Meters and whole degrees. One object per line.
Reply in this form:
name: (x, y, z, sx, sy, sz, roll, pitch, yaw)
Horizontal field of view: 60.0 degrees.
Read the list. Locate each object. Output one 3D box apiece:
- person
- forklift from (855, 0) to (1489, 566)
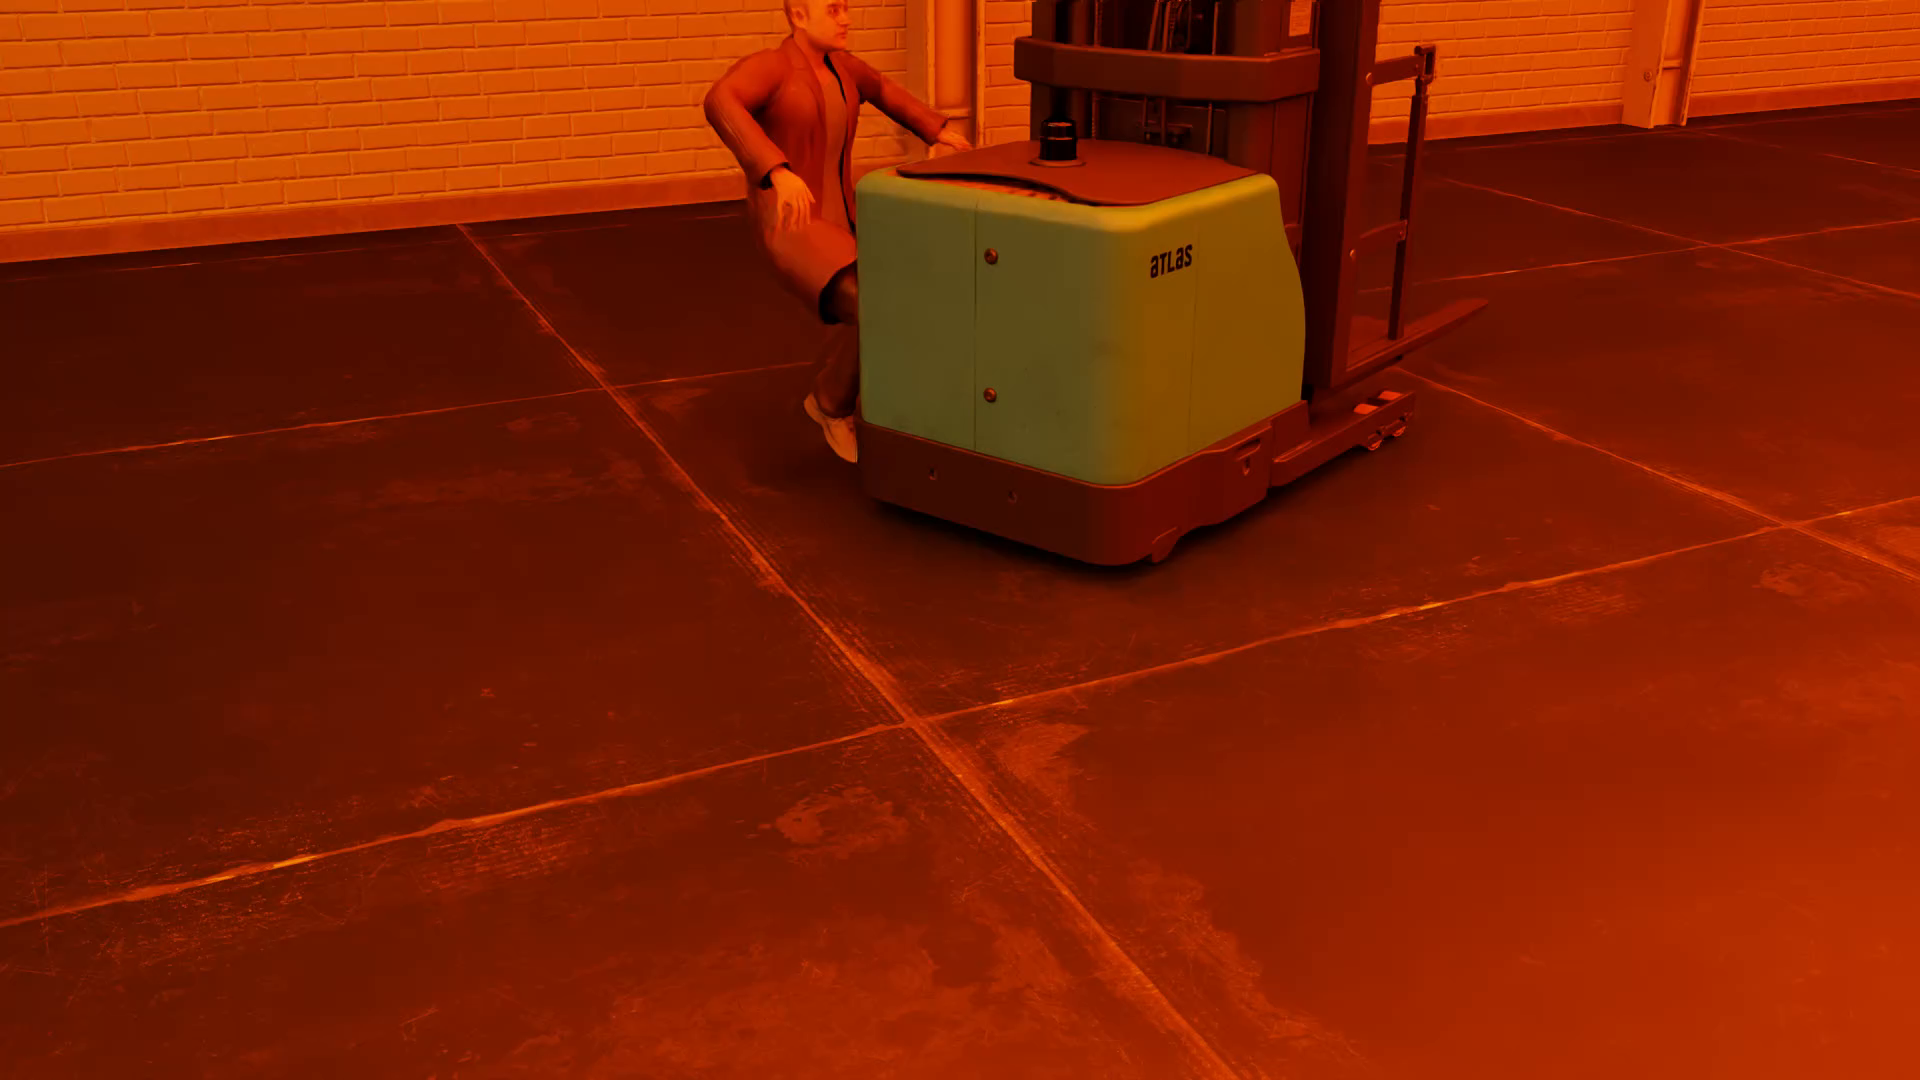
person: (-0.260, -0.984, 5.405, 0.854, 1.593, 1.125, 13, 26, 29)
forklift: (0.990, -1.774, 5.556, 1.130, 2.935, 3.031, 17, 28, 36)
